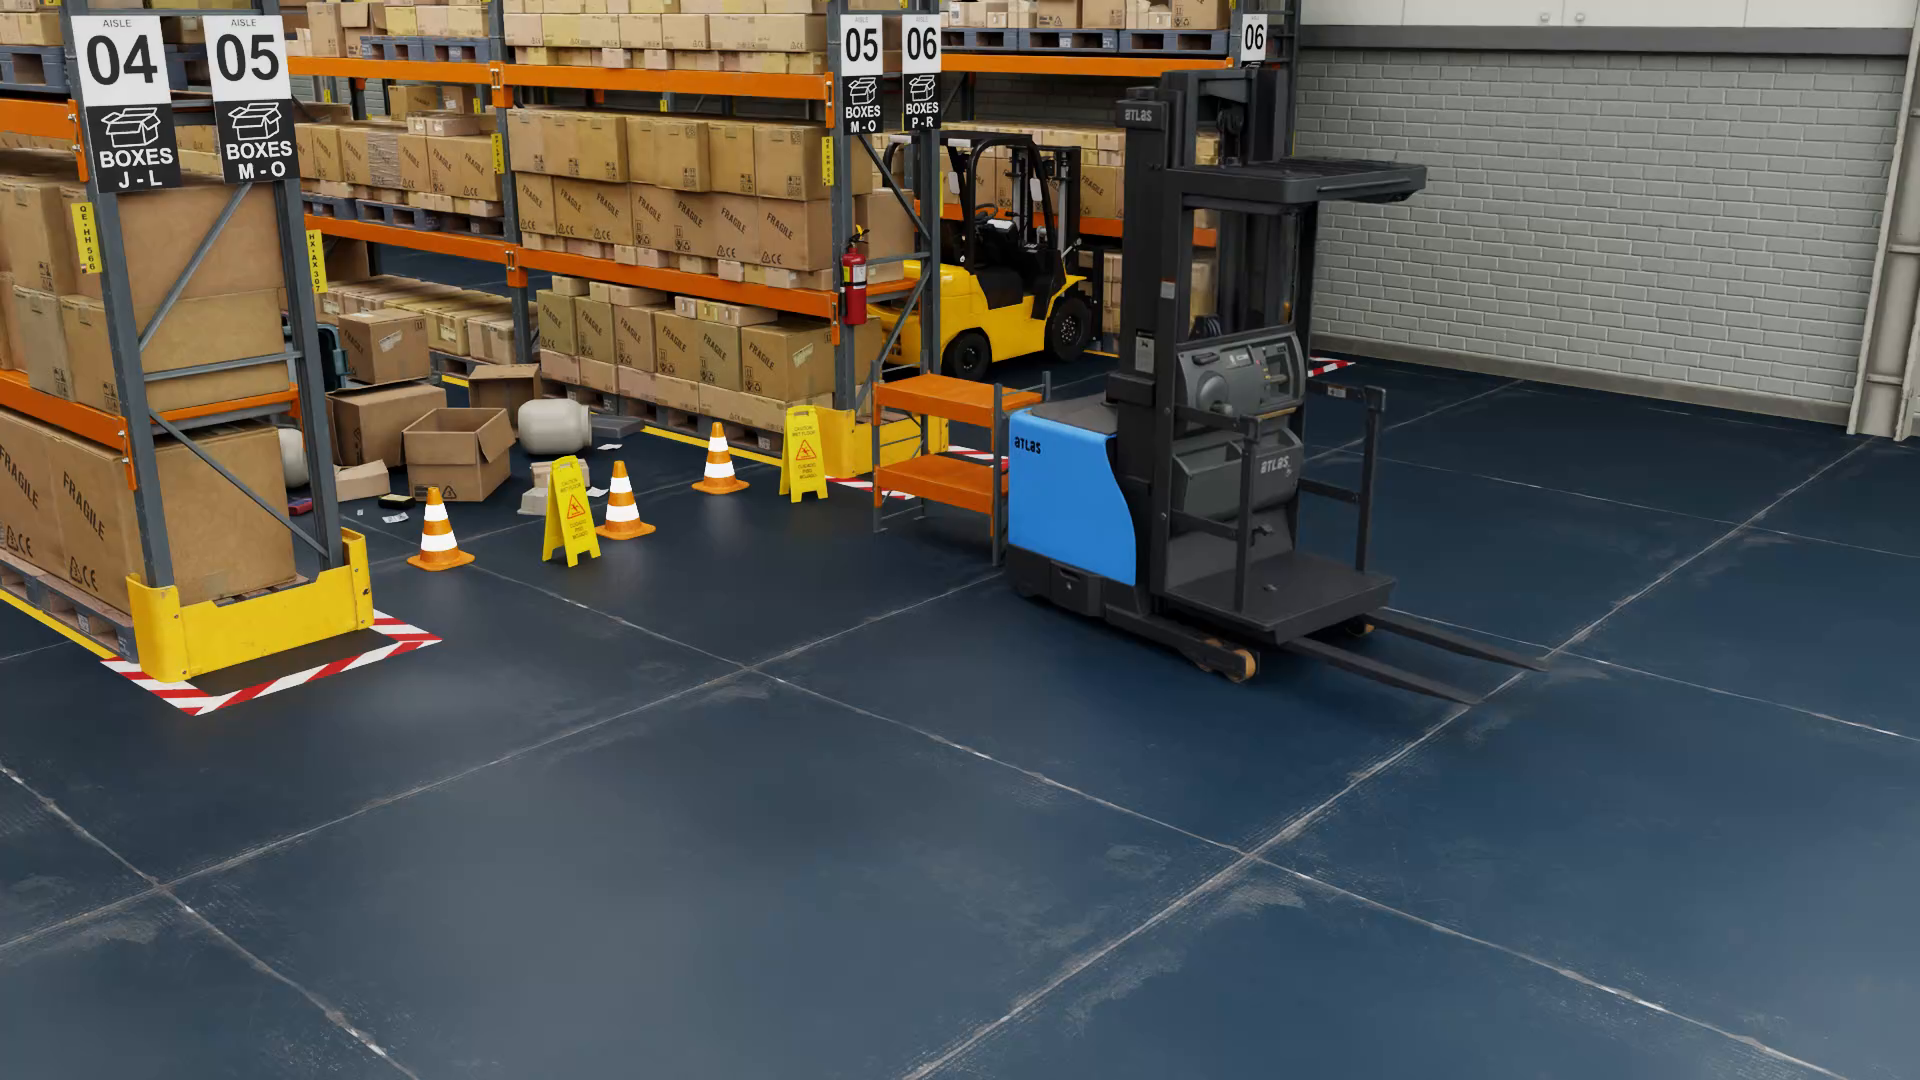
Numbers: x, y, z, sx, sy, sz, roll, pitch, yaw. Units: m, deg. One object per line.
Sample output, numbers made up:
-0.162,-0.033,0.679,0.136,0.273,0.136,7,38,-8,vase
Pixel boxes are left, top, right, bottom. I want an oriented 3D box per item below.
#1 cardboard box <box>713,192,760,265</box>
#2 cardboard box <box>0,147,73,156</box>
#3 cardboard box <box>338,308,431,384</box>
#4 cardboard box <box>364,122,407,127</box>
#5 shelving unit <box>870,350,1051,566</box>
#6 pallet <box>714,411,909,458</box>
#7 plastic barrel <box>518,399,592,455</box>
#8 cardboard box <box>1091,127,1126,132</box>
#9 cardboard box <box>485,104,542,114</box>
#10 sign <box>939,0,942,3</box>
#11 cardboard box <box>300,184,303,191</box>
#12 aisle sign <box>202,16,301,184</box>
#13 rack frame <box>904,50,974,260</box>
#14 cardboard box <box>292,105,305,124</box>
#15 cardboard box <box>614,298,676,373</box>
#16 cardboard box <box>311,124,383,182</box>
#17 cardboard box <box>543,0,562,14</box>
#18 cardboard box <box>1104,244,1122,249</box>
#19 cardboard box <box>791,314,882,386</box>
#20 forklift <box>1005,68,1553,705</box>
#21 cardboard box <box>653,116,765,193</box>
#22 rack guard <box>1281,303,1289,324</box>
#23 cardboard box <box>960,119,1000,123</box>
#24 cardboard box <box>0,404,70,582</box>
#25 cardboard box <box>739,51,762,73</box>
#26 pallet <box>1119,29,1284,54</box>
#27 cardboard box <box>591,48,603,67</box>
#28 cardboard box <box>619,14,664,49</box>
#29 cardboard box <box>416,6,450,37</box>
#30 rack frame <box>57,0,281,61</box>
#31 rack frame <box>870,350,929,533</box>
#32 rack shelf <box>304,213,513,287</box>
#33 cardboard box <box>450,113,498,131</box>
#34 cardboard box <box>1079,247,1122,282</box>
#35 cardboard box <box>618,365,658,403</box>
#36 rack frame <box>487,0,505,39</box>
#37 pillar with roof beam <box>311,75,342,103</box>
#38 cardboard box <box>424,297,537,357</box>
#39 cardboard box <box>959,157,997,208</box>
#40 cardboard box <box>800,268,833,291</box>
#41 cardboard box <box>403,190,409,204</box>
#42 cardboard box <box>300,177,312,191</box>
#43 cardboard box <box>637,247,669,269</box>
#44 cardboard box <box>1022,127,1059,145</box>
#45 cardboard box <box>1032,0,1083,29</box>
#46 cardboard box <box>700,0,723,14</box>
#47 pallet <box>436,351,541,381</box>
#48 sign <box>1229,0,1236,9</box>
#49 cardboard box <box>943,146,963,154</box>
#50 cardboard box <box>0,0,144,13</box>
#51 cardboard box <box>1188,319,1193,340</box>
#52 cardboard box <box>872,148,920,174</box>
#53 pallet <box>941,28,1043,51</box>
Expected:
-1.482,-2.352,12.408,0.500,0.500,0.500,15,23,39,cardboard box
-5.981,-2.098,10.229,0.550,0.550,0.875,15,23,39,cardboard box
-4.672,-1.578,13.507,0.500,0.500,0.500,15,23,39,cardboard box
-5.586,-3.881,16.530,0.500,0.500,0.500,15,23,38,cardboard box
-0.005,-0.538,10.446,1.048,1.125,0.538,15,23,39,shelving unit
-1.162,-0.872,13.010,1.213,0.211,1.003,15,23,39,pallet
-3.071,-0.859,12.618,0.512,0.421,0.421,-3,18,-8,plastic barrel
1.523,-4.070,16.747,0.250,0.149,0.380,15,23,40,cardboard box
-5.991,-5.648,22.589,0.500,0.500,0.700,16,23,41,cardboard box
-0.161,-3.984,11.802,0.005,0.325,0.100,15,23,39,sign
-7.055,-3.592,17.219,0.500,0.250,0.500,14,22,37,cardboard box
-3.479,-2.167,8.184,0.004,0.787,0.394,15,23,39,aisle sign
-0.221,-3.941,18.072,0.127,3.000,1.000,15,23,39,rack frame
-7.065,-4.190,17.036,0.500,0.500,0.500,14,23,38,cardboard box
-2.456,-1.676,13.545,0.500,0.500,0.500,17,24,42,cardboard box
-5.927,-3.765,16.164,0.500,0.500,0.500,17,24,42,cardboard box
-3.089,-4.270,13.246,0.250,0.149,0.380,14,22,38,cardboard box
1.794,-2.846,16.819,0.500,0.250,0.500,15,23,39,cardboard box
-0.959,-1.491,12.962,0.500,0.500,0.500,14,22,37,cardboard box
1.600,-0.854,8.456,1.130,2.935,3.031,-15,23,-38,forklift
-1.872,-2.916,12.532,0.500,0.500,0.700,15,23,39,cardboard box
2.789,-1.942,15.905,0.348,0.500,1.175,15,23,39,rack guard
0.218,-4.444,17.927,0.250,0.149,0.380,15,23,39,cardboard box
-4.942,-0.359,9.603,0.875,0.875,0.875,15,23,38,cardboard box
-1.358,-3.436,11.938,0.250,0.149,0.380,16,24,41,cardboard box
2.259,-4.674,15.567,1.213,0.211,1.003,15,23,39,pallet
-2.672,-3.804,13.096,0.250,0.149,0.380,14,22,38,cardboard box
-2.229,-3.862,12.618,0.500,0.250,0.500,15,23,40,cardboard box
-4.421,-4.563,14.627,0.500,0.250,0.500,15,23,40,cardboard box
-3.731,-3.734,7.500,0.127,3.000,1.000,15,23,39,rack frame
-0.385,-0.640,10.767,0.032,1.125,0.500,15,23,39,rack frame
-5.009,-2.876,15.905,4.000,0.370,1.077,15,23,39,rack shelf
-4.511,-3.886,15.473,0.250,0.149,0.380,17,24,42,cardboard box
1.449,-2.727,16.443,0.500,0.250,0.500,15,23,40,cardboard box
-2.446,-1.317,13.654,0.500,0.250,0.500,15,23,39,cardboard box
-3.513,-5.677,13.624,0.127,3.000,1.000,15,23,39,rack frame
-13.472,-8.982,24.036,0.400,9.000,9.100,15,23,39,pillar with roof beam
-4.447,-2.014,15.648,0.950,0.372,0.625,-17,24,-42,cardboard box
0.338,-3.740,17.273,0.500,0.500,0.500,16,23,40,cardboard box
-0.943,-1.921,12.123,0.250,0.149,0.380,16,24,41,cardboard box
-4.963,-3.223,15.530,0.250,0.149,0.380,14,22,37,cardboard box
-6.385,-3.594,16.698,0.250,0.149,0.380,13,22,36,cardboard box
-2.333,-2.259,13.186,0.250,0.149,0.380,15,23,39,cardboard box
0.837,-4.068,16.742,0.250,0.149,0.380,15,23,39,cardboard box
1.166,-5.253,16.217,0.637,0.503,0.797,16,24,41,cardboard box
-1.674,-3.927,12.164,0.250,0.149,0.380,15,23,39,cardboard box
-4.096,-1.645,15.445,1.213,0.211,1.003,15,23,39,pallet
2.400,-4.832,14.588,0.005,0.325,0.100,15,23,39,sign
0.037,-4.123,17.407,0.250,0.149,0.380,16,23,41,cardboard box
-4.283,-2.657,7.964,0.500,0.250,0.500,15,23,40,cardboard box
2.210,-2.051,15.966,0.500,0.250,0.500,15,23,40,cardboard box
-0.758,-4.149,18.148,0.500,0.250,0.500,14,23,38,cardboard box
0.434,-5.164,17.111,1.213,0.211,1.003,15,23,39,pallet
